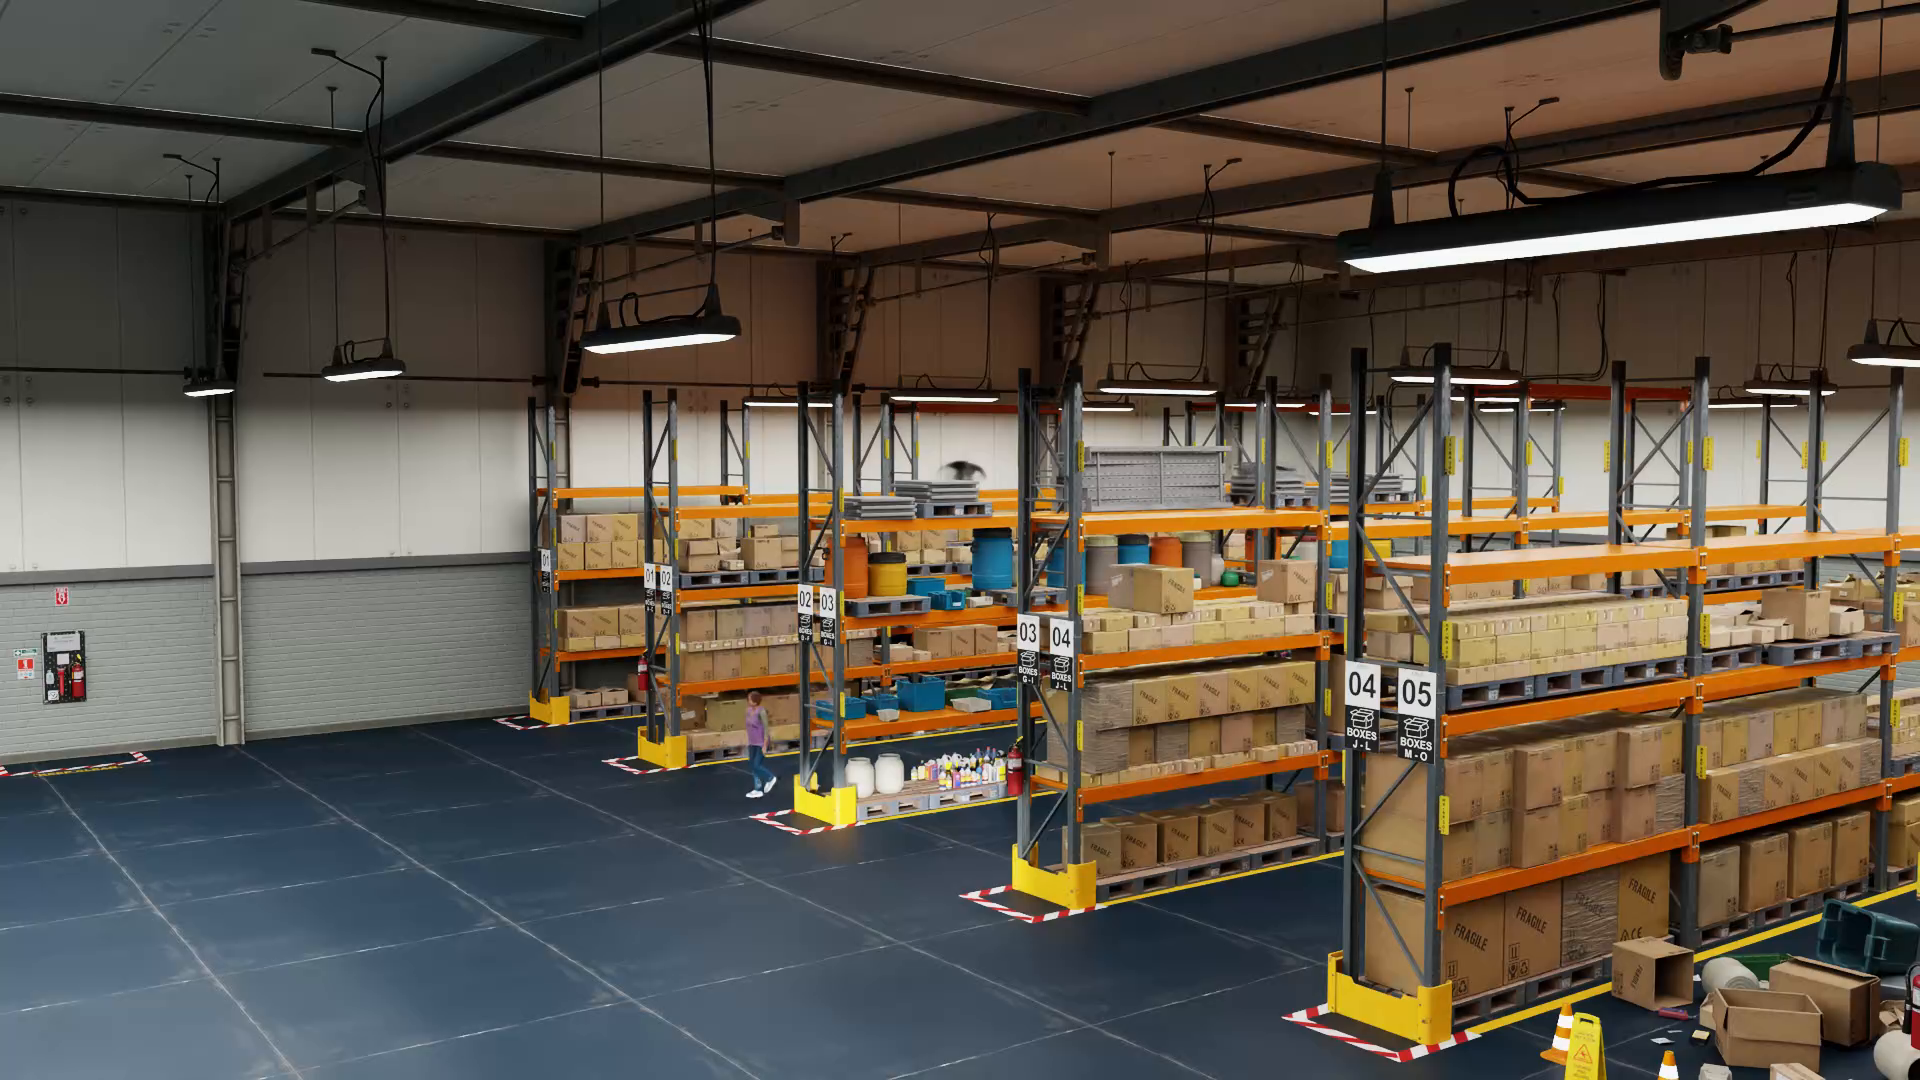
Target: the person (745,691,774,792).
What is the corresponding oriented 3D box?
[{"bbox_3d":[-2.872,2.919,23.962,0.464,1.508,0.428,3,5,45],"label":"person"}]
